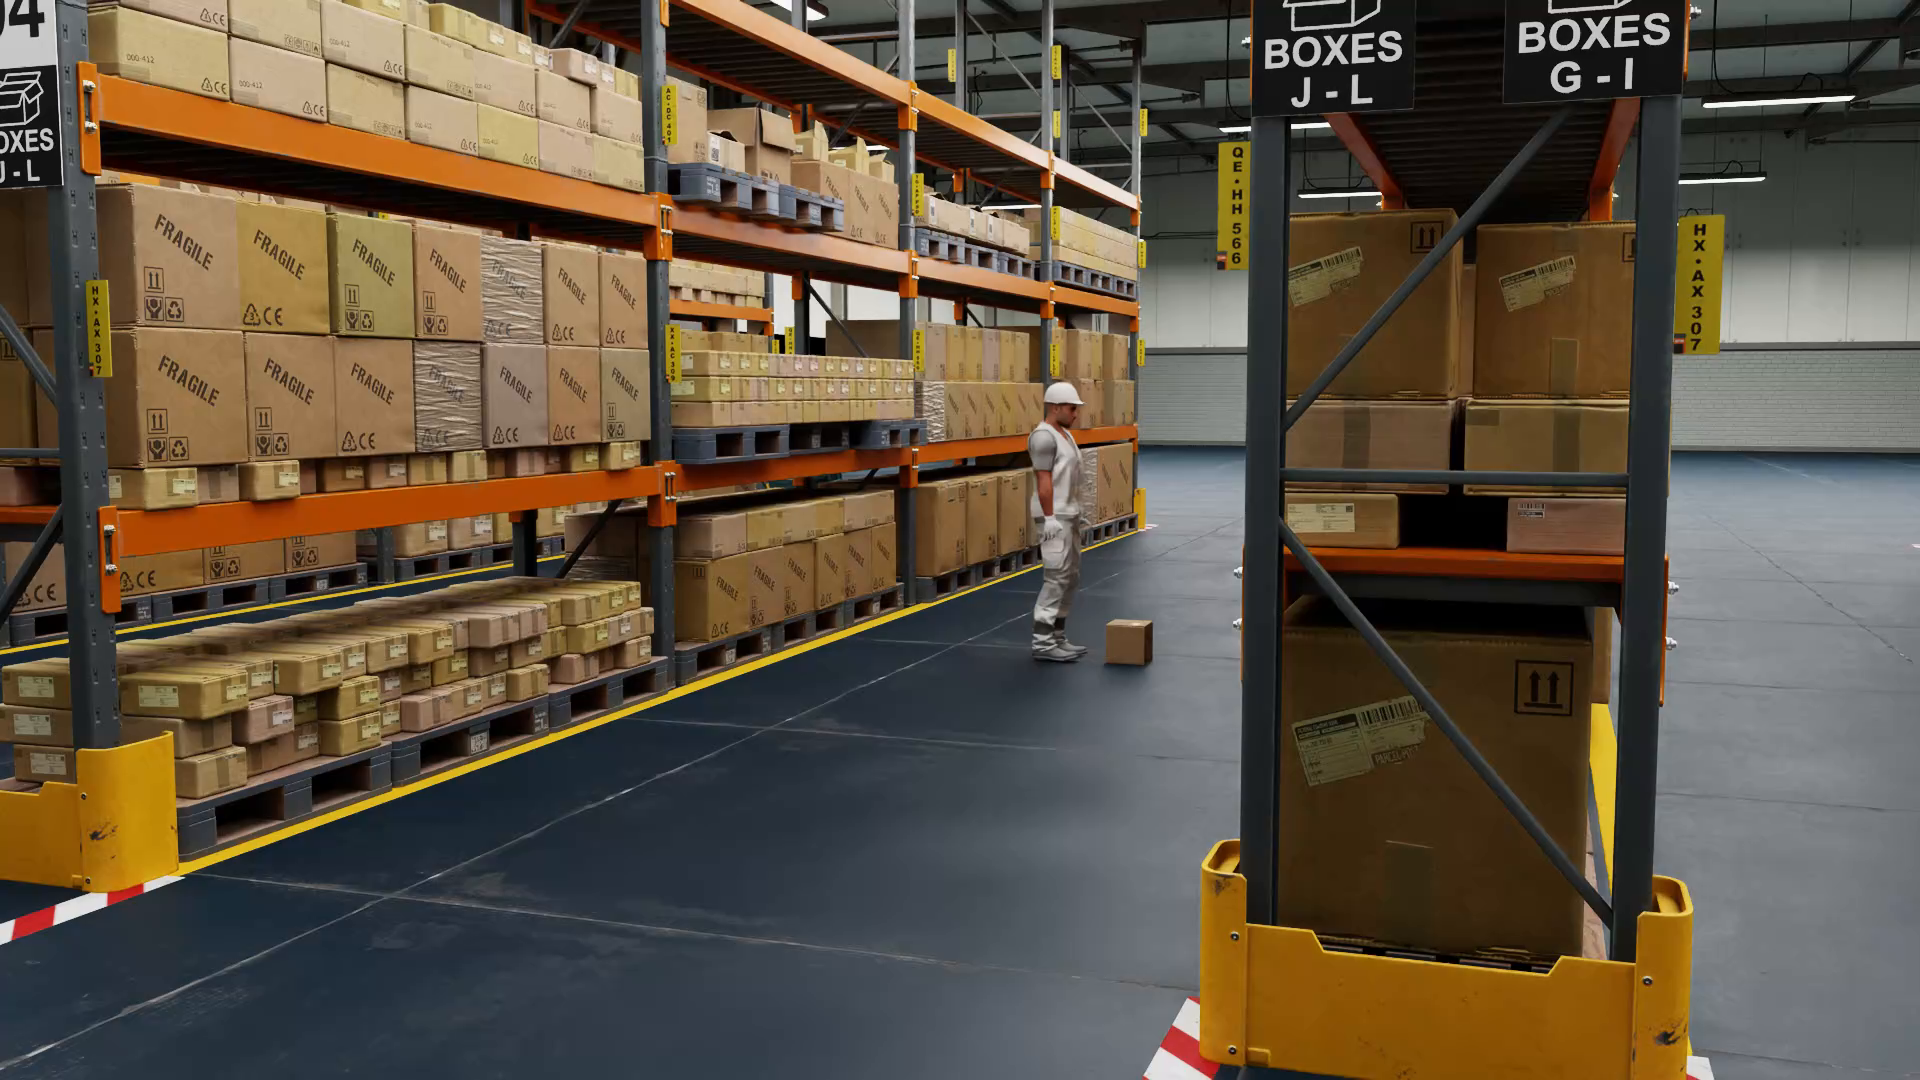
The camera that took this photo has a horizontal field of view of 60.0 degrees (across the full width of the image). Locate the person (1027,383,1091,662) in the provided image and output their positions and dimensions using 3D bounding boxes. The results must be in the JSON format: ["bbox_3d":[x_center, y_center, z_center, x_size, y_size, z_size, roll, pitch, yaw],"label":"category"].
[{"bbox_3d":[0.637,-0.123,10.725,0.351,1.777,0.528,2,5,20],"label":"person"}]
